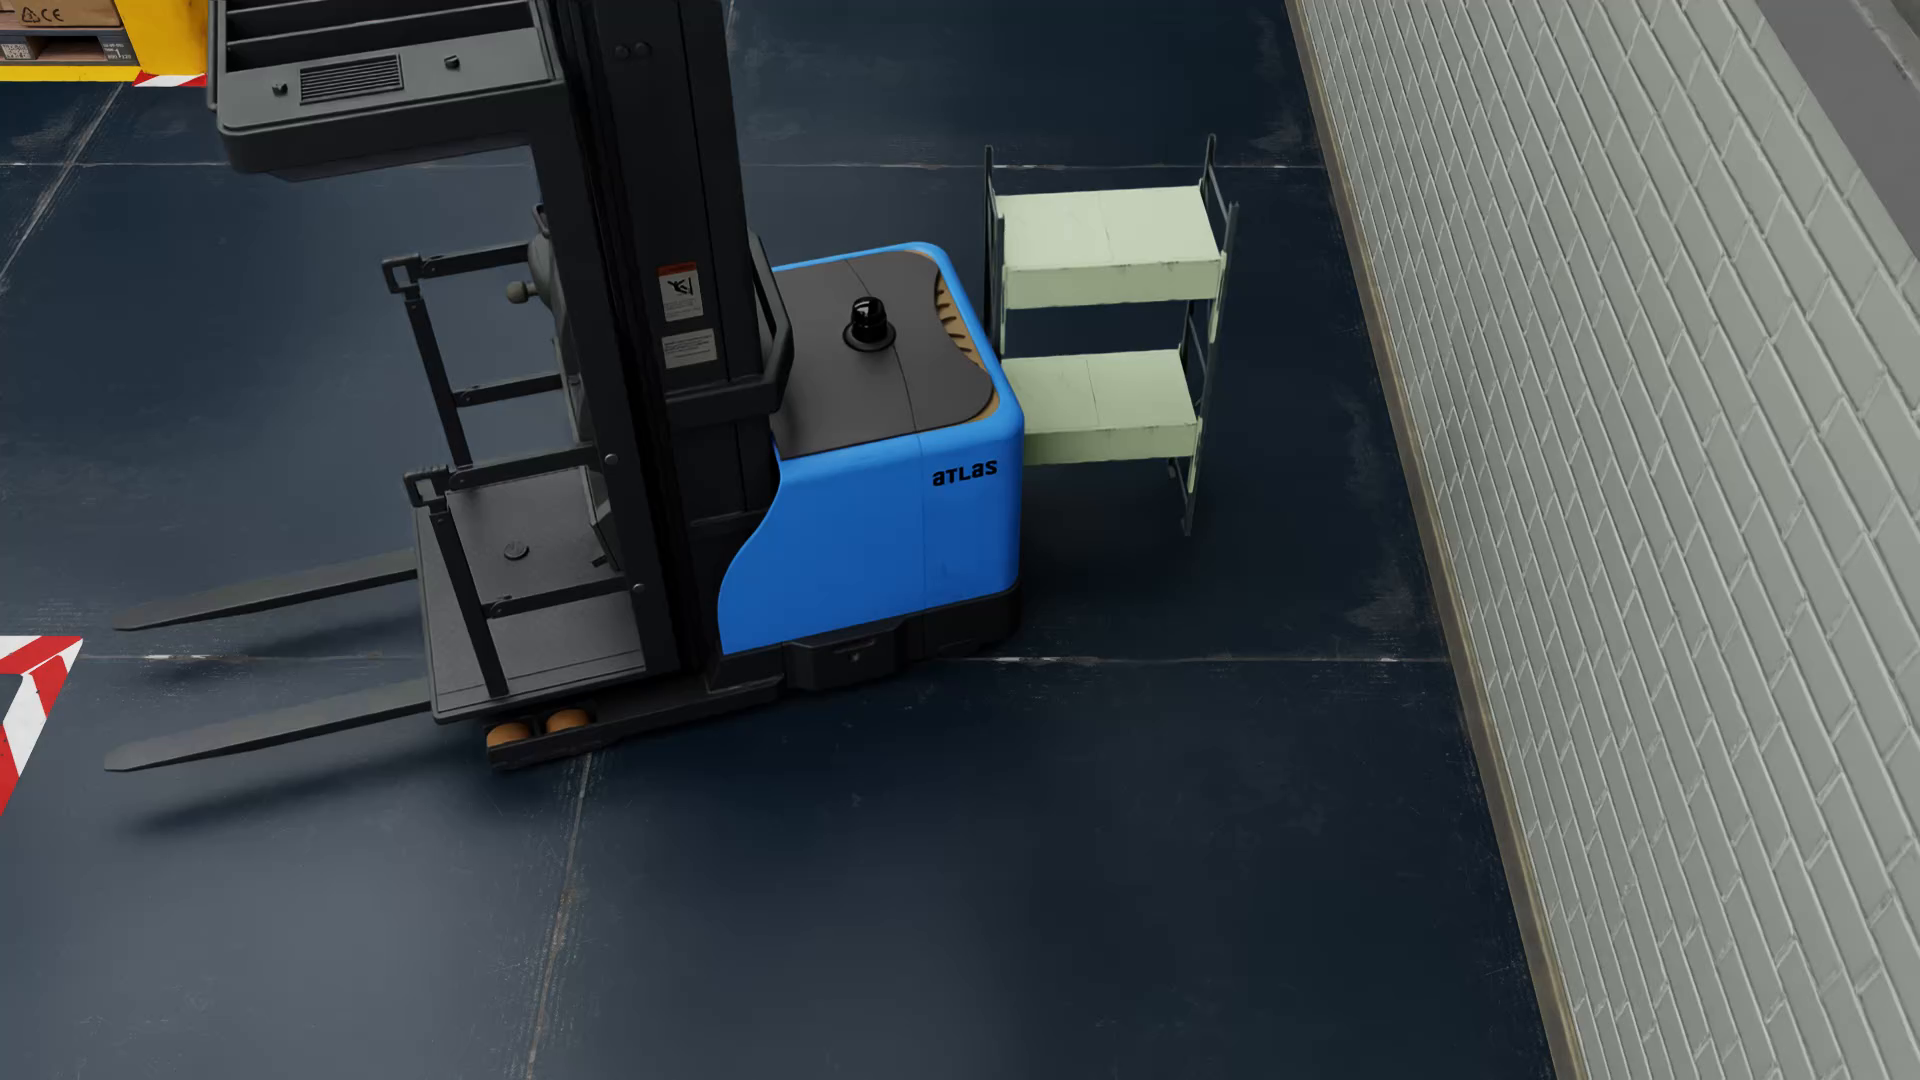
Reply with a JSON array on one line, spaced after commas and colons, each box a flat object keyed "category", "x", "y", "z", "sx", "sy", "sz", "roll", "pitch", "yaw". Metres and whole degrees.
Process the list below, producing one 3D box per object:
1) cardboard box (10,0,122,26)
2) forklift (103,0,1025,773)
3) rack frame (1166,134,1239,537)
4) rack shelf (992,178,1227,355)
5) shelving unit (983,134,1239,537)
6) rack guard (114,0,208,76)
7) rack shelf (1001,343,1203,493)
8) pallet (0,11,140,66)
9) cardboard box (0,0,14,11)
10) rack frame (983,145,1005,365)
[{"category": "cardboard box", "x": -4.466, "y": -2.930, "z": 8.335, "sx": 0.500, "sy": 0.500, "sz": 0.500, "roll": 0, "pitch": 47, "yaw": 0}, {"category": "forklift", "x": -1.360, "y": -0.670, "z": 4.871, "sx": 3.031, "sy": 2.935, "sz": 1.130, "roll": -12, "pitch": 48, "yaw": -11}, {"category": "rack frame", "x": 0.839, "y": -0.670, "z": 5.849, "sx": 0.023, "sy": 1.500, "sz": 0.400, "roll": -4, "pitch": 47, "yaw": -3}, {"category": "rack shelf", "x": 0.475, "y": -0.912, "z": 5.542, "sx": 0.720, "sy": 0.370, "sz": 0.431, "roll": -4, "pitch": 47, "yaw": -3}, {"category": "shelving unit", "x": 0.475, "y": -0.647, "z": 5.827, "sx": 0.755, "sy": 1.500, "sz": 0.431, "roll": -4, "pitch": 47, "yaw": -3}, {"category": "rack guard", "x": -3.997, "y": -2.959, "z": 8.663, "sx": 0.348, "sy": 0.500, "sz": 1.175, "roll": 0, "pitch": 47, "yaw": 0}, {"category": "rack shelf", "x": 0.475, "y": -0.424, "z": 6.066, "sx": 0.720, "sy": 0.370, "sz": 0.431, "roll": -4, "pitch": 47, "yaw": -3}, {"category": "pallet", "x": -4.794, "y": -2.862, "z": 8.770, "sx": 1.213, "sy": 0.211, "sz": 1.003, "roll": 0, "pitch": 47, "yaw": 0}, {"category": "cardboard box", "x": -4.870, "y": -2.883, "z": 8.519, "sx": 0.250, "sy": 0.166, "sz": 0.380, "roll": 0, "pitch": 47, "yaw": 0}, {"category": "rack frame", "x": 0.110, "y": -0.623, "z": 5.806, "sx": 0.023, "sy": 1.500, "sz": 0.400, "roll": -4, "pitch": 47, "yaw": -3}]
